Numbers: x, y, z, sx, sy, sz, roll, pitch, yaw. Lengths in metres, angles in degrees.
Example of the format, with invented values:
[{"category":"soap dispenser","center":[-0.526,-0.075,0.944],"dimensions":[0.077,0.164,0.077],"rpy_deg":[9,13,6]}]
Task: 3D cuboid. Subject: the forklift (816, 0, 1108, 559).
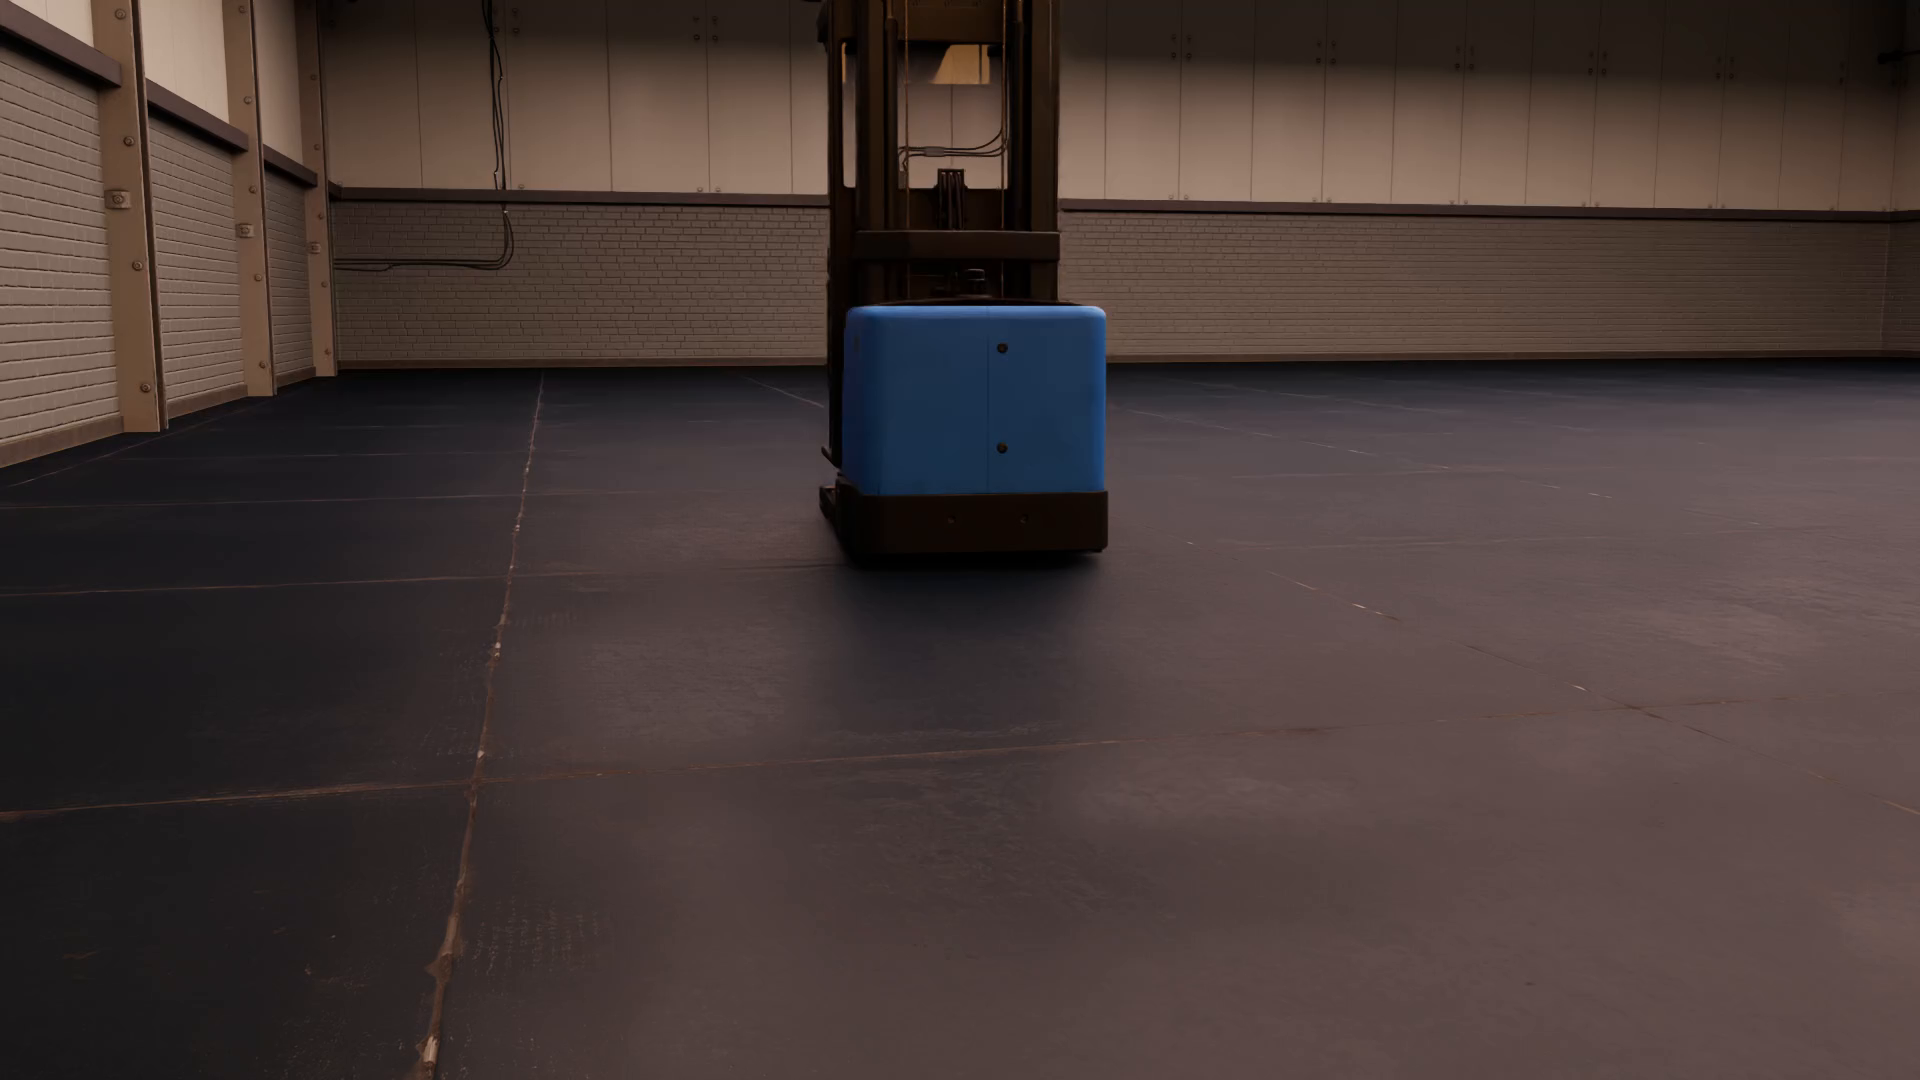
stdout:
[{"category":"forklift","center":[-0.116,-1.538,8.124],"dimensions":[1.130,2.935,3.031],"rpy_deg":[-1,8,-9]}]
